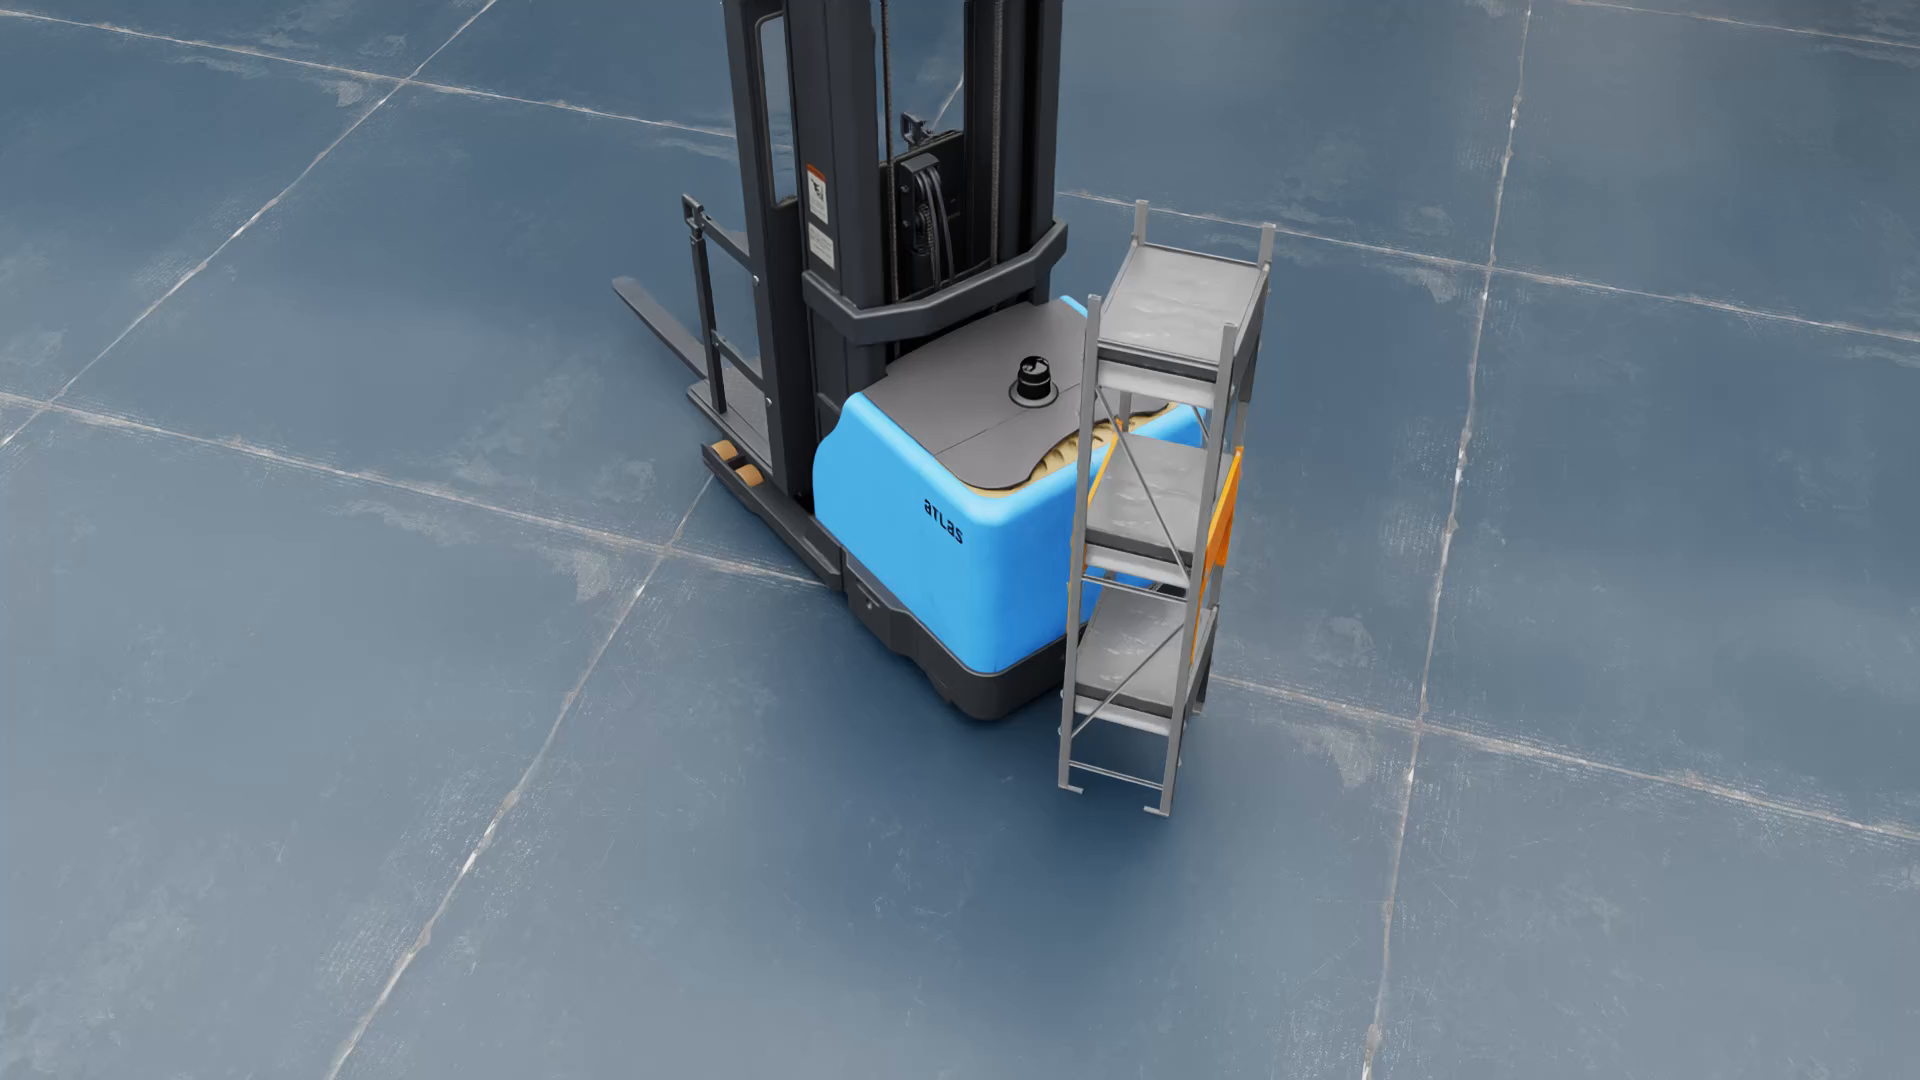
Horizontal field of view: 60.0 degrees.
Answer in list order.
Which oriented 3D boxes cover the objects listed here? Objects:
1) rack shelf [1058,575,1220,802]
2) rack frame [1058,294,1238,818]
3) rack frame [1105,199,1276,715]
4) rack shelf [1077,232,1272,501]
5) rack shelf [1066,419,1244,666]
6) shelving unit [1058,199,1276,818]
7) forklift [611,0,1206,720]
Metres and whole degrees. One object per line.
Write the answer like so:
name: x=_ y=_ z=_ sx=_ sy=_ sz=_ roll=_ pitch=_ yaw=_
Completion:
rack shelf: x=0.615 y=0.510 z=5.744 sx=0.431 sy=0.518 sz=0.480 roll=14 pitch=46 yaw=14
rack frame: x=0.533 y=0.155 z=5.083 sx=0.400 sy=2.100 sz=0.015 roll=14 pitch=46 yaw=14
rack frame: x=0.695 y=-0.164 z=5.415 sx=0.400 sy=2.100 sz=0.015 roll=14 pitch=46 yaw=14
rack shelf: x=0.612 y=-0.499 z=4.773 sx=0.431 sy=0.518 sz=0.480 roll=14 pitch=46 yaw=14
rack shelf: x=0.614 y=0.005 z=5.259 sx=0.431 sy=0.518 sz=0.480 roll=14 pitch=46 yaw=14
shelving unit: x=0.614 y=-0.005 z=5.249 sx=0.431 sy=2.100 sz=0.503 roll=14 pitch=46 yaw=14
forklift: x=-0.424 y=-1.383 z=6.067 sx=1.130 sy=2.935 sz=3.031 roll=-28 pitch=51 yaw=-26
